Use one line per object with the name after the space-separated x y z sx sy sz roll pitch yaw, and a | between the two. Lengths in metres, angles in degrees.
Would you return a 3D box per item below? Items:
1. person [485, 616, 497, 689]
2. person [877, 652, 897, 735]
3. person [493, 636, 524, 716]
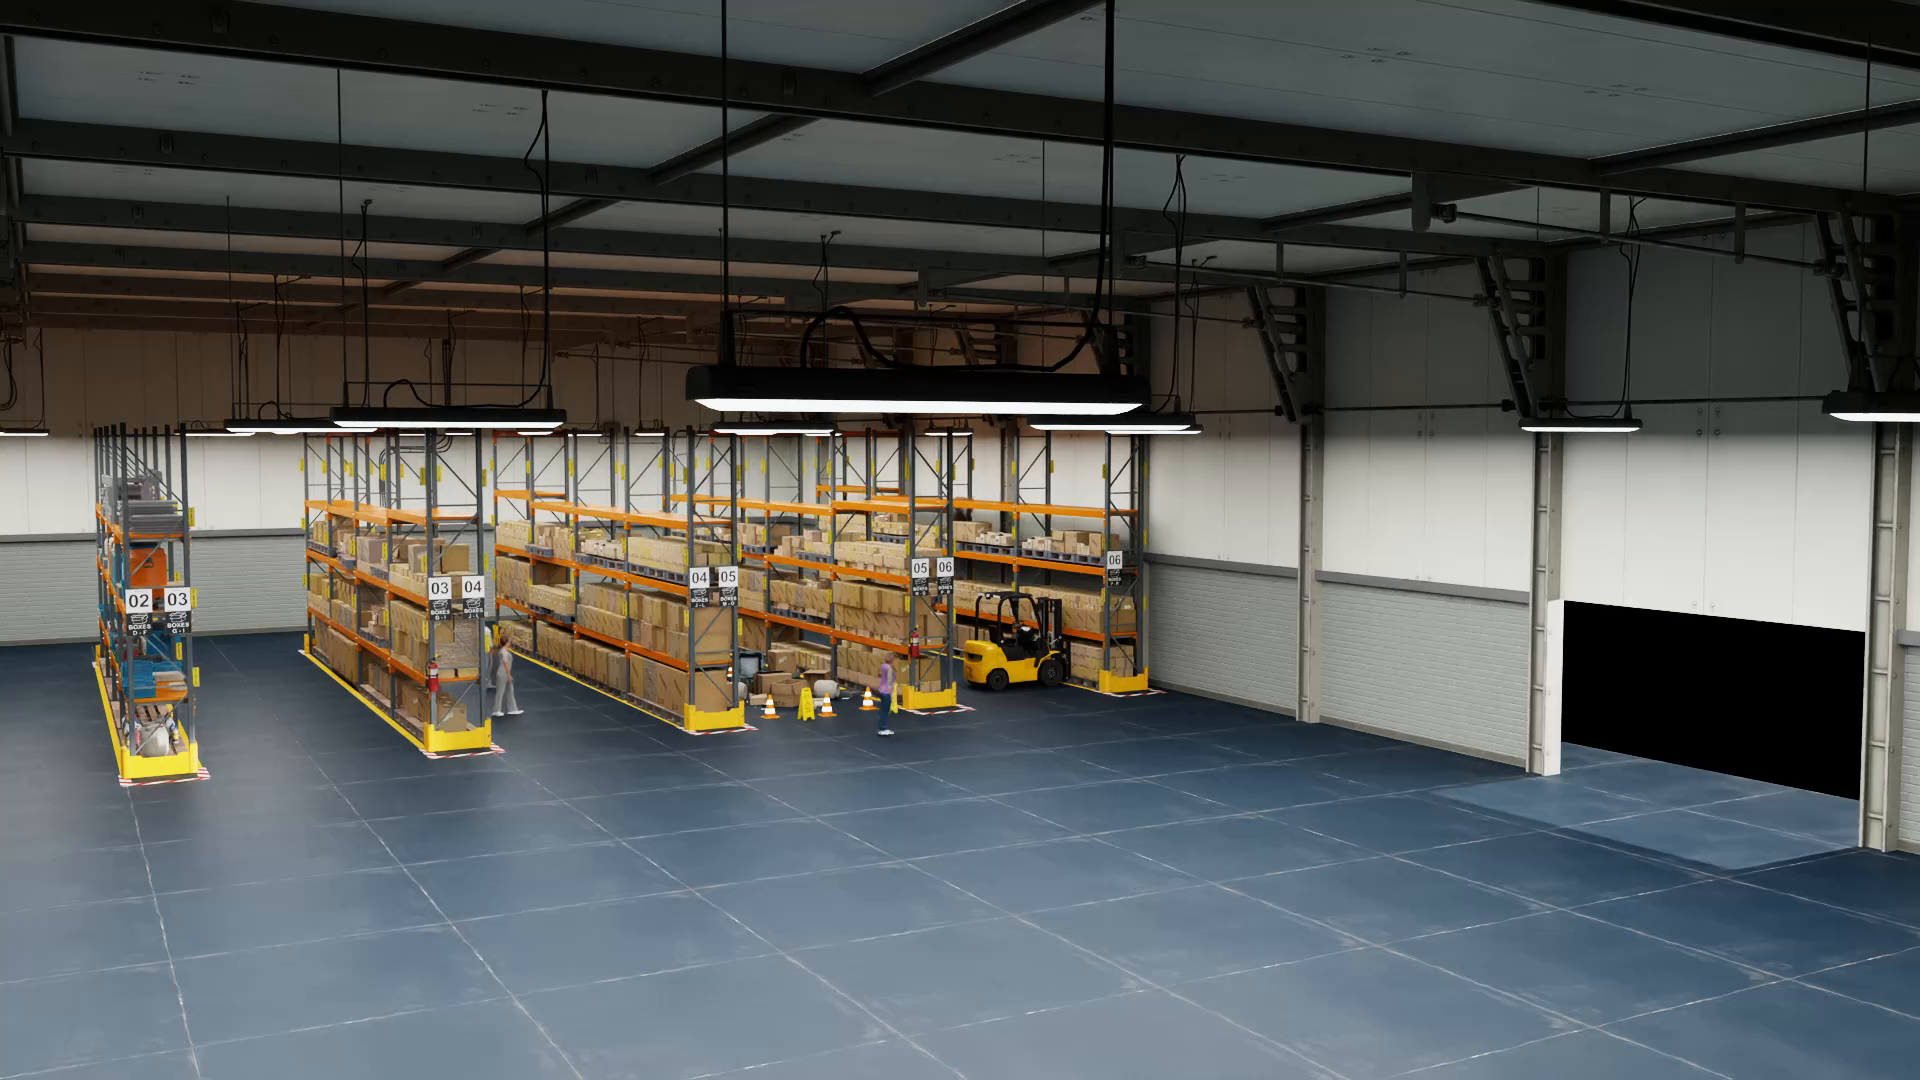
-10.888 2.545 38.257 0.609 1.802 0.668 0 3 4 | person
-1.420 3.027 32.200 0.344 1.493 0.443 -2 4 -24 | person
-9.380 2.811 34.387 0.595 1.662 0.492 0 3 -4 | person
